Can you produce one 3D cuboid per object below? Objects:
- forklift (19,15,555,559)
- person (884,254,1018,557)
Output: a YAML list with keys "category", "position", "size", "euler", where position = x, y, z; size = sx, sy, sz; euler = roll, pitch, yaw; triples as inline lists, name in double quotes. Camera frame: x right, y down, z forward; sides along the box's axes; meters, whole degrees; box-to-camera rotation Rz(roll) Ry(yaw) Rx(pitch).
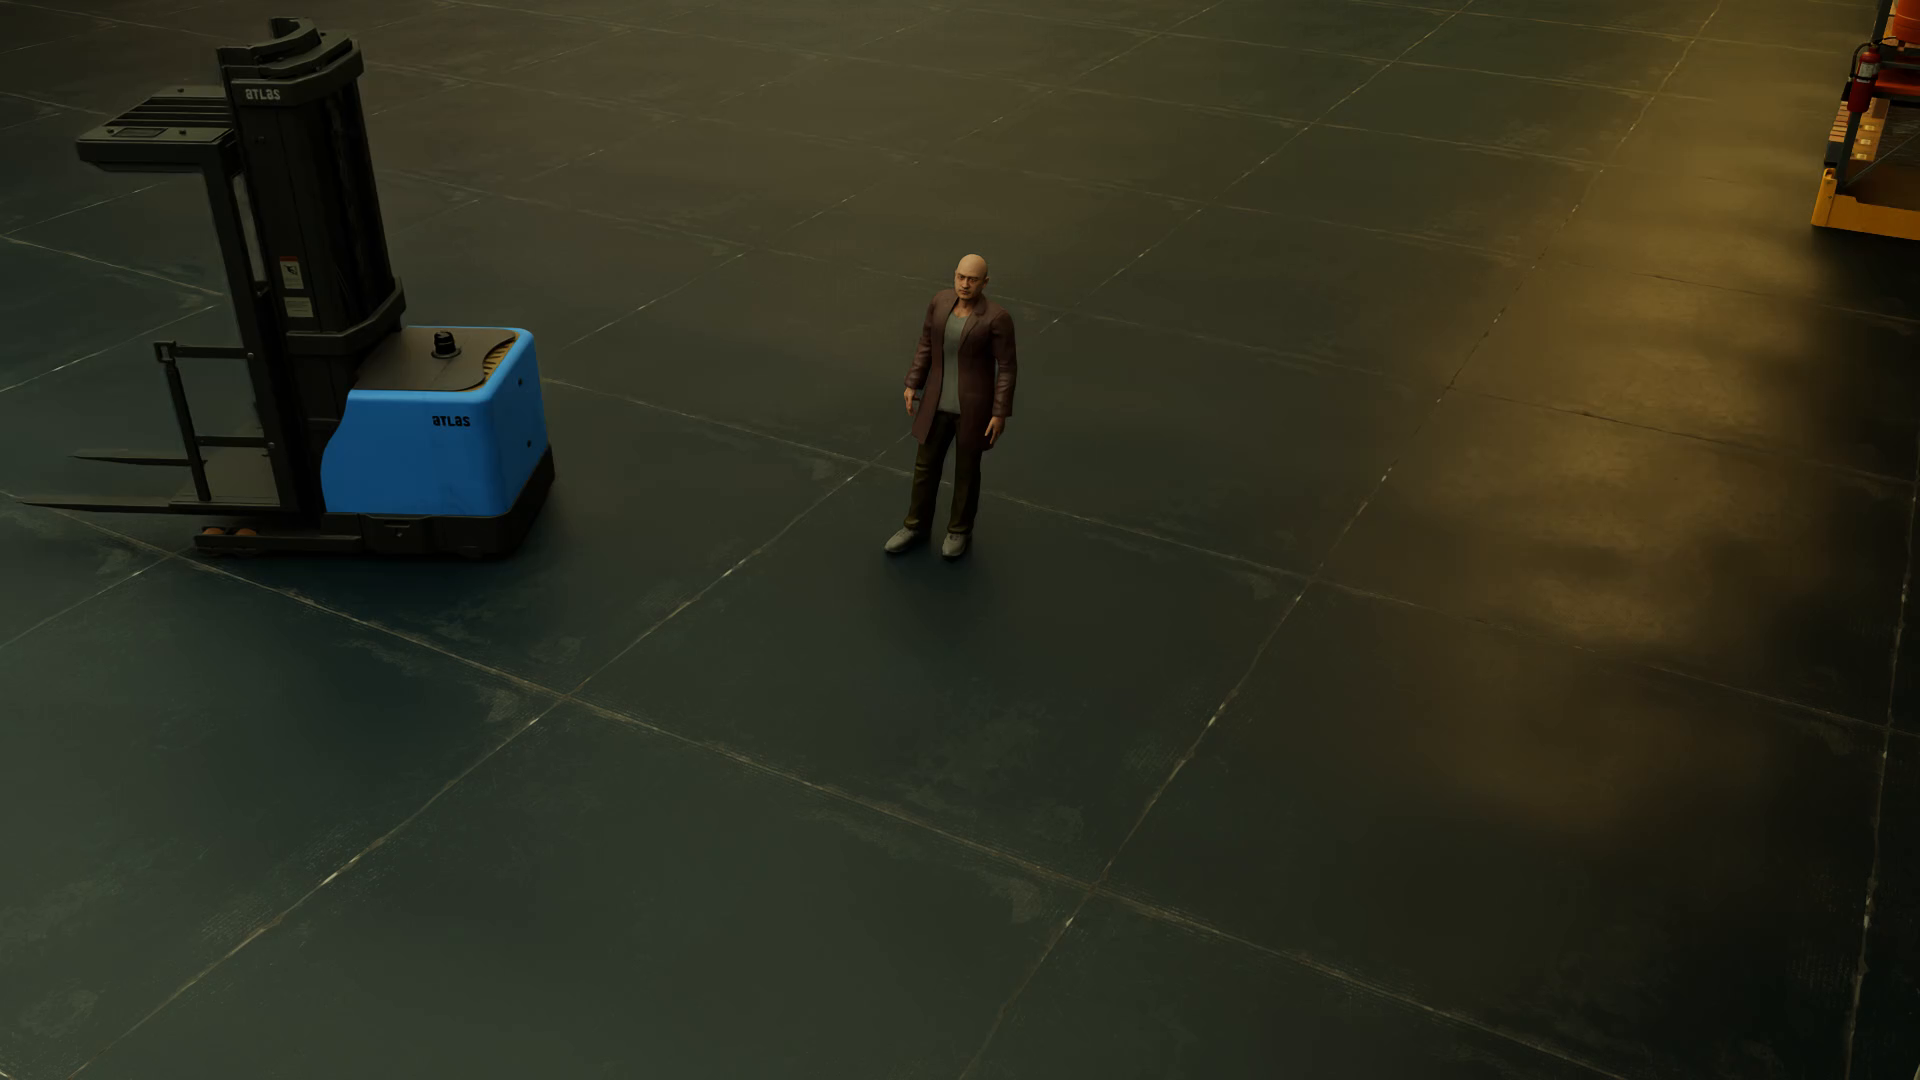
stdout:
- category: "forklift"
  position: [-4.103, -1.429, 9.547]
  size: [3.031, 2.935, 1.130]
  euler: [2, 30, 3]
- category: "person"
  position: [-0.048, -0.738, 9.488]
  size: [0.696, 1.776, 0.582]
  euler: [15, 33, 25]
